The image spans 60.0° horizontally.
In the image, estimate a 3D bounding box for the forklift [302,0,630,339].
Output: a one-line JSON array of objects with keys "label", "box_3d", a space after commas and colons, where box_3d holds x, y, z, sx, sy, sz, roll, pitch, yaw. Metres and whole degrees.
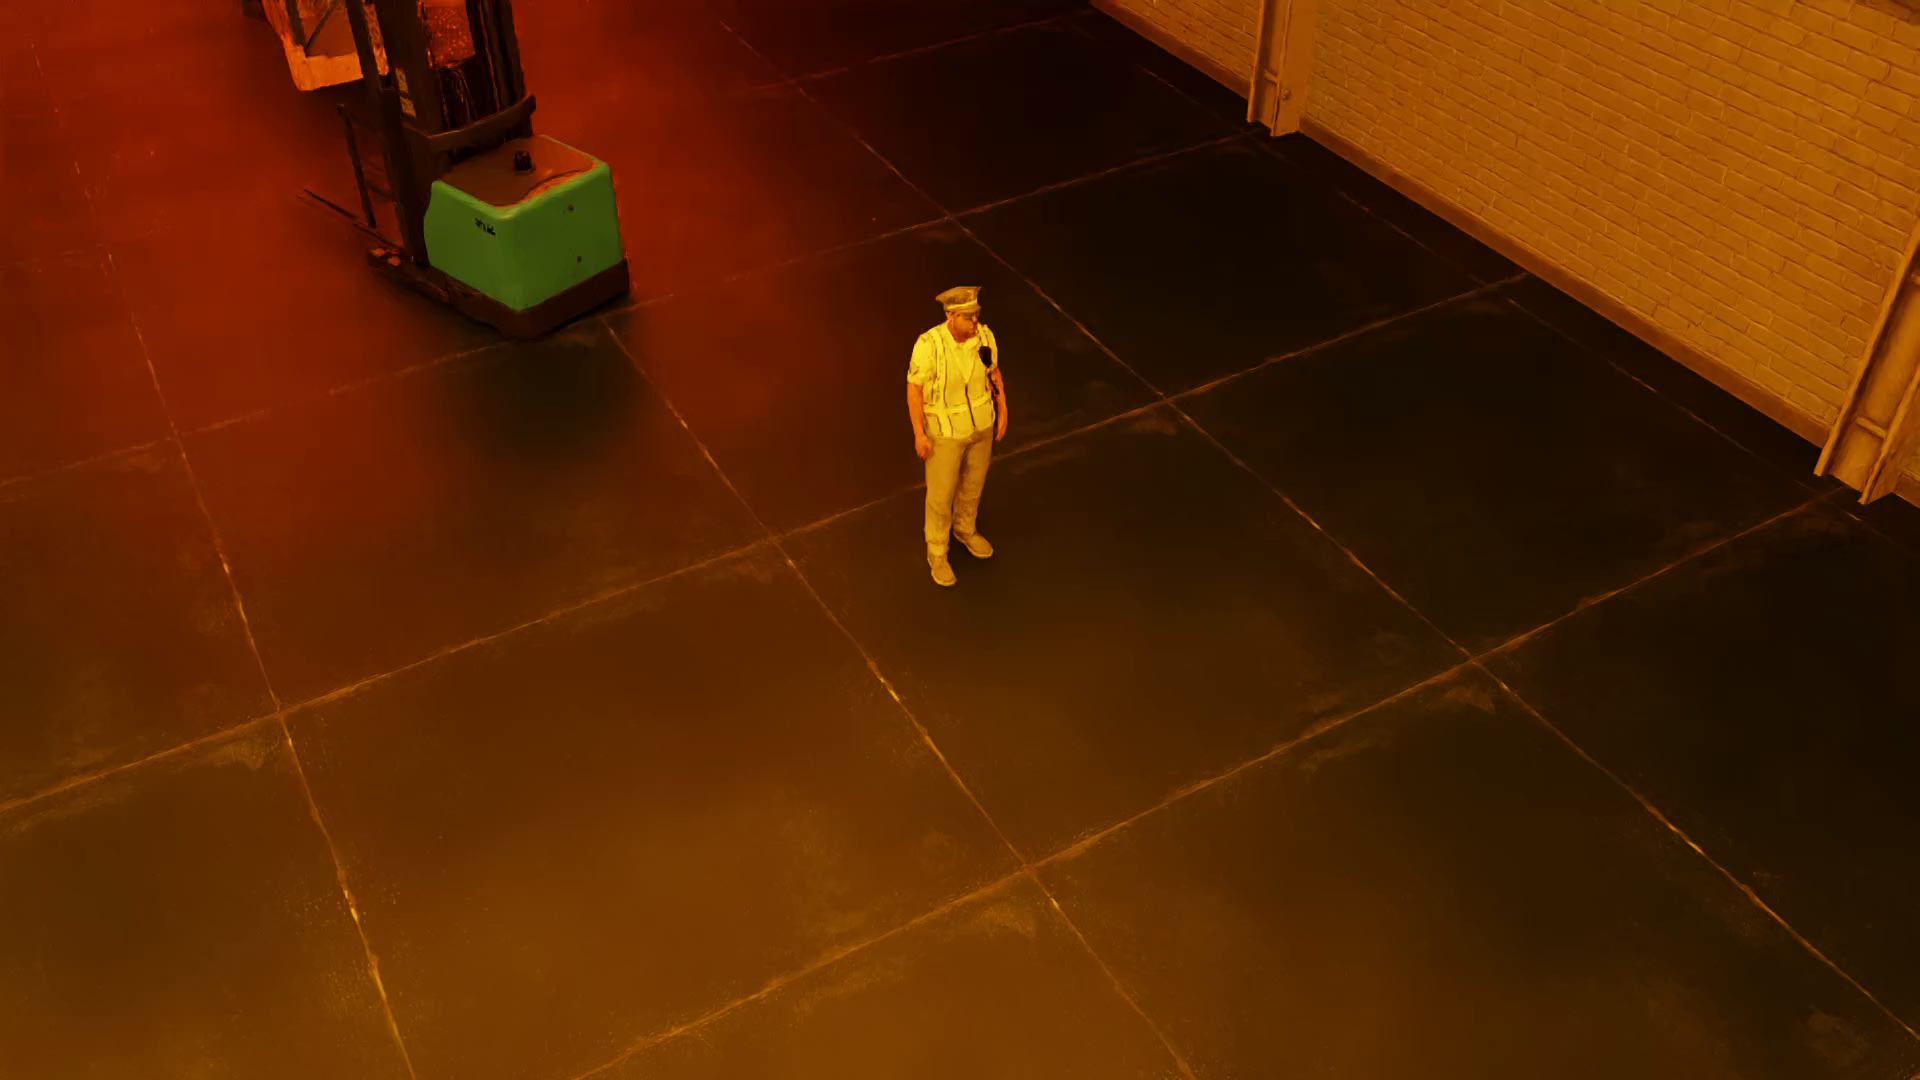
[{"label": "forklift", "box_3d": [-3.941, -3.362, 12.090, 3.031, 2.935, 1.130, 28, 47, 30]}]

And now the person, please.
[{"label": "person", "box_3d": [0.029, -0.644, 9.702, 0.640, 1.778, 0.574, -20, 44, -23]}]
